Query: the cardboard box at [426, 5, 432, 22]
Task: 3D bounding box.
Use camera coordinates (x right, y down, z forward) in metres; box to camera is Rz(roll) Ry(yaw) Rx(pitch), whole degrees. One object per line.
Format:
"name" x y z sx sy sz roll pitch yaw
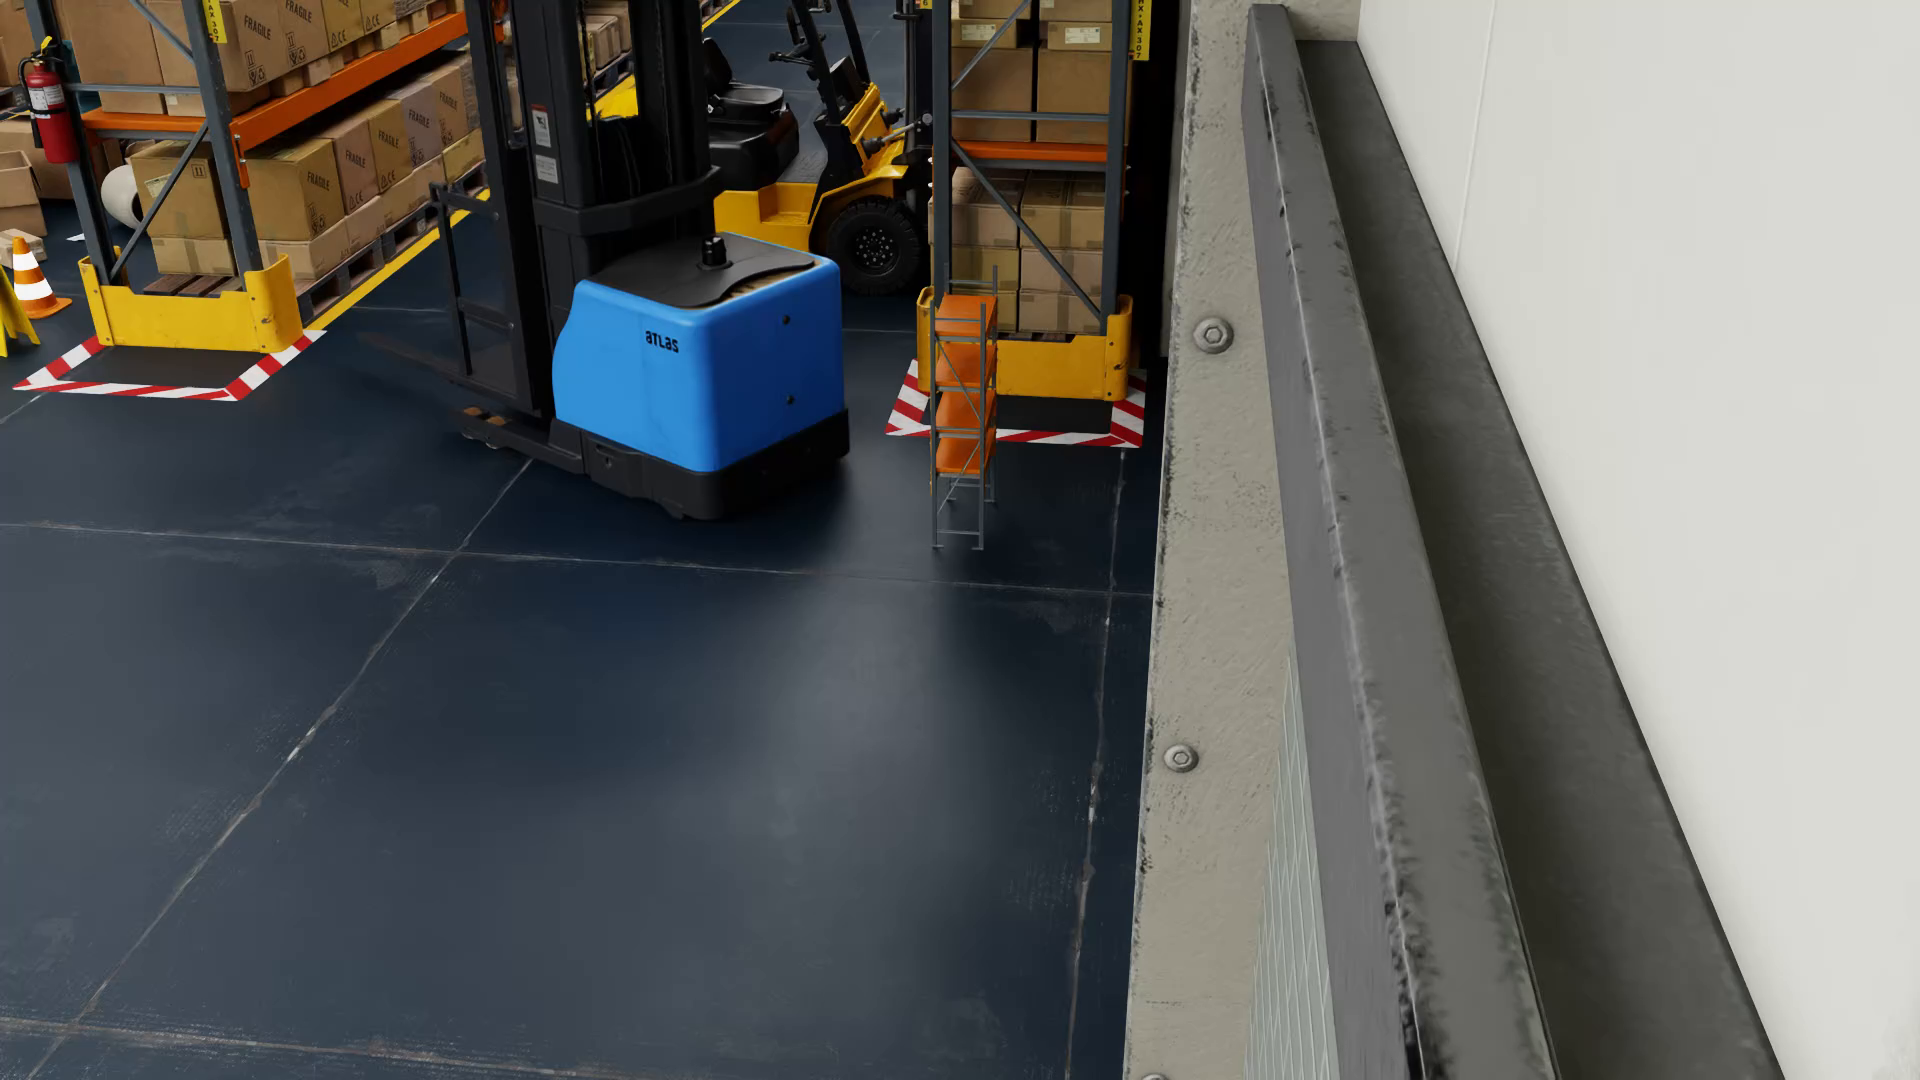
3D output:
"cardboard box" -3.990 -3.746 11.806 0.380 0.149 0.250 3 28 5

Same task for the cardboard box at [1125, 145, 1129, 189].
"cardboard box" 0.884 -2.564 11.275 0.500 0.250 0.500 3 28 6

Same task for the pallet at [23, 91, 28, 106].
"pallet" -8.834 -4.334 15.572 1.003 0.211 1.213 3 28 6

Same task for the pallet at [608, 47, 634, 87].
"pallet" -3.683 -4.666 16.188 1.003 0.211 1.213 3 28 6

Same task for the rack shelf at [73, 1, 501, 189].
"rack shelf" -4.321 -3.120 11.137 1.077 0.370 4.000 3 28 6

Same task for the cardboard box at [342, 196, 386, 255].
"cardboard box" -4.123 -2.073 10.892 0.500 0.250 0.500 4 29 8

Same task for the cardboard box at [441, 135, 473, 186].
"cardboard box" -3.937 -2.807 12.255 0.500 0.250 0.500 3 28 5

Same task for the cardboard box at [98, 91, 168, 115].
"cardboard box" -4.732 -2.573 9.628 0.380 0.149 0.250 4 29 8

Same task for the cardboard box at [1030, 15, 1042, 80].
"cardboard box" 0.233 -2.743 9.574 0.500 0.500 0.500 4 29 8

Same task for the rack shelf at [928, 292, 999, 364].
"rack shelf" 0.020 -0.952 7.424 0.258 0.148 0.480 3 28 6

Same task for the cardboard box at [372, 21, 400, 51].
"cardboard box" -3.991 -3.378 11.123 0.380 0.149 0.250 4 29 7

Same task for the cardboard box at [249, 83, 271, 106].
"cardboard box" -4.302 -2.652 9.775 0.380 0.149 0.250 4 29 7

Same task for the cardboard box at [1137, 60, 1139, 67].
"cardboard box" 0.867 -3.190 10.404 0.500 0.500 0.500 4 29 7

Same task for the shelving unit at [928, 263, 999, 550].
"shelving unit" 0.020 -0.606 7.610 0.258 1.200 0.503 3 28 6

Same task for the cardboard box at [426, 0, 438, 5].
"cardboard box" -3.940 -4.087 11.754 0.500 0.500 0.500 4 29 8

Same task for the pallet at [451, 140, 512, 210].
"pallet" -4.123 -2.832 12.785 1.003 0.211 1.213 3 28 6

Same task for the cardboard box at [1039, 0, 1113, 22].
"cardboard box" 0.614 -2.815 8.709 0.380 0.149 0.250 3 28 5

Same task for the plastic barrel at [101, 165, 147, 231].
"plastic barrel" -5.815 -2.421 11.798 0.421 0.421 0.512 -24 36 -37

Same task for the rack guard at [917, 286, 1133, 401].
"rack guard" 0.358 -1.097 9.259 1.175 0.500 0.348 3 28 6

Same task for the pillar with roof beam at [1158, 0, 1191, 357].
"pillar with roof beam" -2.932 -5.375 8.239 9.100 9.000 0.400 3 28 6

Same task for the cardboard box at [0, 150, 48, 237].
"cardboard box" -6.863 -2.370 11.619 0.797 0.503 0.637 -17 33 -29

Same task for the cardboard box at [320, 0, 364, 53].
"cardboard box" -4.111 -3.361 10.407 0.500 0.500 0.500 3 28 5

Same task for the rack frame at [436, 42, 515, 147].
"rack frame" -4.076 -4.378 12.714 1.000 3.000 0.127 3 28 6

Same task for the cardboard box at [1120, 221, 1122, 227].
"cardboard box" 0.869 -2.351 11.407 0.500 0.250 0.500 3 29 6

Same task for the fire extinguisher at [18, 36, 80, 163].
"fire extinguisher" -5.037 -2.434 9.187 0.296 0.674 0.183 3 28 6

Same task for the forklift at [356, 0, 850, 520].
"forklift" -2.032 -1.938 8.258 3.031 2.935 1.130 20 34 33

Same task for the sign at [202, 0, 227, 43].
"sign" -4.027 -2.845 8.955 0.100 0.325 0.005 3 28 6

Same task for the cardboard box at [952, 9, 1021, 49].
"cardboard box" 0.125 -2.718 8.842 0.380 0.149 0.250 4 29 7

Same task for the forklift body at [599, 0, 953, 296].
"forklift body" -1.218 -2.833 10.742 2.313 2.155 1.214 3 28 6

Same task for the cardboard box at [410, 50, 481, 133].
"cardboard box" -3.882 -3.389 12.543 0.500 0.500 0.500 3 28 5

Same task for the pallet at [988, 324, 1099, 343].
"pallet" 0.413 -1.343 10.021 1.003 0.211 1.213 3 28 6

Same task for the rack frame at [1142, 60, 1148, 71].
"rack frame" 1.341 -5.974 15.677 1.000 3.000 0.127 3 28 6

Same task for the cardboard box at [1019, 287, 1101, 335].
"cardboard box" 0.615 -1.403 9.647 0.500 0.250 0.500 3 29 6

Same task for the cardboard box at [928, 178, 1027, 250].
"cardboard box" 0.108 -1.858 9.438 0.500 0.250 0.500 4 29 8

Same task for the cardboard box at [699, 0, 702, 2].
"cardboard box" -3.305 -6.250 17.987 0.875 0.875 0.875 4 29 7

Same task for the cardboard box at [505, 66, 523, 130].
"cardboard box" -4.014 -3.653 13.696 0.950 0.372 0.625 4 29 7

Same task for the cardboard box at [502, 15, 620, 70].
"cardboard box" -3.747 -4.676 15.594 0.950 0.372 0.625 3 28 5

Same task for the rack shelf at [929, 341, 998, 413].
"rack shelf" 0.020 -0.744 7.536 0.258 0.148 0.480 3 28 6

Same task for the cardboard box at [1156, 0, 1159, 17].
"cardboard box" 1.815 -5.719 17.396 0.500 0.500 0.500 5 29 9

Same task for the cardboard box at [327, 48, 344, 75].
"cardboard box" -4.114 -3.013 10.445 0.380 0.149 0.250 4 29 8

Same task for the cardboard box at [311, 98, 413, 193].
"cardboard box" -4.061 -2.657 11.184 0.500 0.500 0.500 4 29 7

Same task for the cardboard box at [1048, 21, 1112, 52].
"cardboard box" 0.660 -2.683 8.778 0.380 0.149 0.250 3 28 5

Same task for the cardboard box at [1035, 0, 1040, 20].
"cardboard box" 0.261 -3.074 9.504 0.380 0.149 0.250 3 28 6
